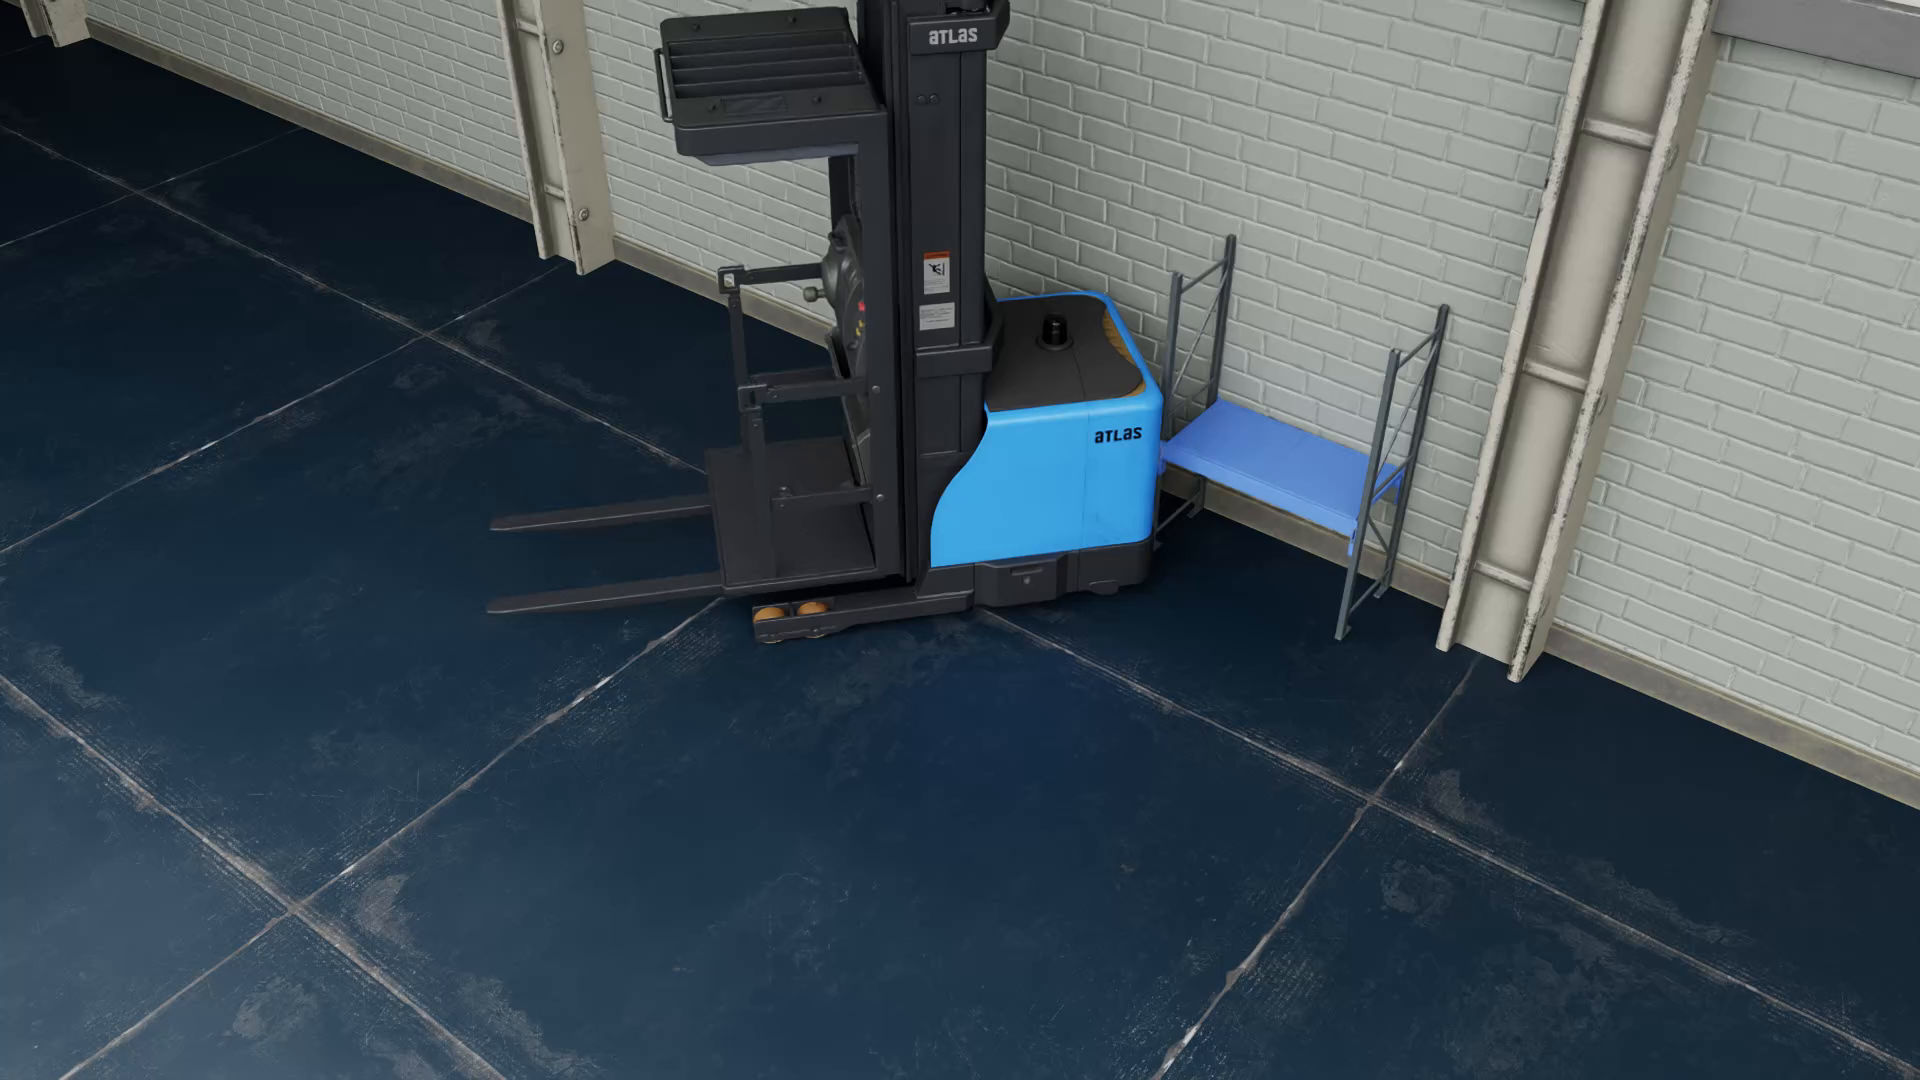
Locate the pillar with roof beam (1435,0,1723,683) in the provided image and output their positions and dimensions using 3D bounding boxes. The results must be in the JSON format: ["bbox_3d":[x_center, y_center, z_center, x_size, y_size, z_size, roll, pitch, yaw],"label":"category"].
[{"bbox_3d":[-0.224,-0.954,2.030,0.400,9.000,9.100,25,45,29],"label":"pillar with roof beam"}]

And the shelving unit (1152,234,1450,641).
[{"bbox_3d":[1.465,-0.456,7.469,1.048,1.500,0.538,25,44,29],"label":"shelving unit"}]

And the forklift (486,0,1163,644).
[{"bbox_3d":[-0.672,-1.041,7.063,3.031,2.935,1.130,-7,39,-9],"label":"forklift"}]

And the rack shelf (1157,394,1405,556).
[{"bbox_3d":[1.463,-0.313,7.578,1.000,0.185,0.538,25,44,29],"label":"rack shelf"}]

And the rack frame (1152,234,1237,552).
[{"bbox_3d":[1.062,-0.647,7.713,0.032,1.500,0.500,25,44,29],"label":"rack frame"}]

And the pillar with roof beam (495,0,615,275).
[{"bbox_3d":[-4.990,-3.202,4.900,0.400,9.000,9.100,25,45,29],"label":"pillar with roof beam"}]

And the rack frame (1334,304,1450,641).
[{"bbox_3d":[1.867,-0.265,7.224,0.032,1.500,0.500,25,44,29],"label":"rack frame"}]

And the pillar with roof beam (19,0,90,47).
[{"bbox_3d":[-9.756,-5.449,7.770,0.400,9.000,9.100,25,45,29],"label":"pillar with roof beam"}]
